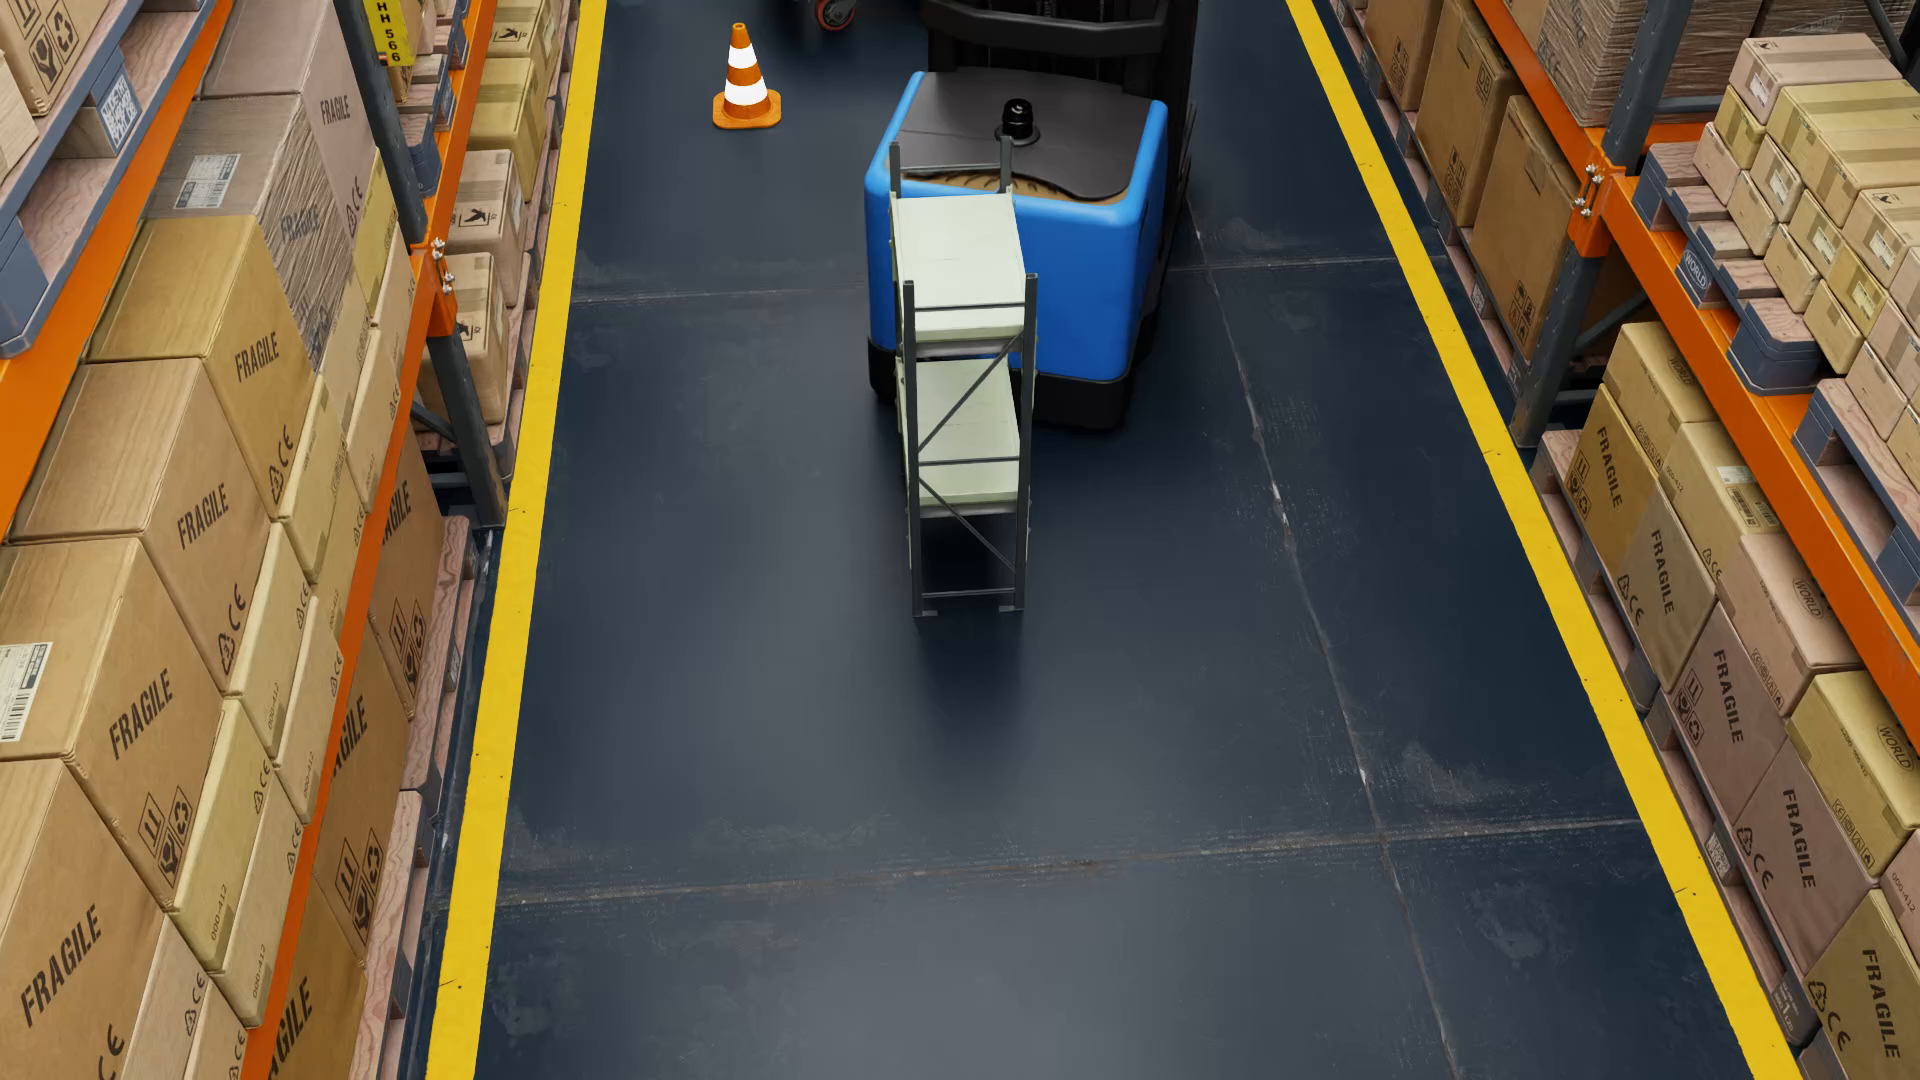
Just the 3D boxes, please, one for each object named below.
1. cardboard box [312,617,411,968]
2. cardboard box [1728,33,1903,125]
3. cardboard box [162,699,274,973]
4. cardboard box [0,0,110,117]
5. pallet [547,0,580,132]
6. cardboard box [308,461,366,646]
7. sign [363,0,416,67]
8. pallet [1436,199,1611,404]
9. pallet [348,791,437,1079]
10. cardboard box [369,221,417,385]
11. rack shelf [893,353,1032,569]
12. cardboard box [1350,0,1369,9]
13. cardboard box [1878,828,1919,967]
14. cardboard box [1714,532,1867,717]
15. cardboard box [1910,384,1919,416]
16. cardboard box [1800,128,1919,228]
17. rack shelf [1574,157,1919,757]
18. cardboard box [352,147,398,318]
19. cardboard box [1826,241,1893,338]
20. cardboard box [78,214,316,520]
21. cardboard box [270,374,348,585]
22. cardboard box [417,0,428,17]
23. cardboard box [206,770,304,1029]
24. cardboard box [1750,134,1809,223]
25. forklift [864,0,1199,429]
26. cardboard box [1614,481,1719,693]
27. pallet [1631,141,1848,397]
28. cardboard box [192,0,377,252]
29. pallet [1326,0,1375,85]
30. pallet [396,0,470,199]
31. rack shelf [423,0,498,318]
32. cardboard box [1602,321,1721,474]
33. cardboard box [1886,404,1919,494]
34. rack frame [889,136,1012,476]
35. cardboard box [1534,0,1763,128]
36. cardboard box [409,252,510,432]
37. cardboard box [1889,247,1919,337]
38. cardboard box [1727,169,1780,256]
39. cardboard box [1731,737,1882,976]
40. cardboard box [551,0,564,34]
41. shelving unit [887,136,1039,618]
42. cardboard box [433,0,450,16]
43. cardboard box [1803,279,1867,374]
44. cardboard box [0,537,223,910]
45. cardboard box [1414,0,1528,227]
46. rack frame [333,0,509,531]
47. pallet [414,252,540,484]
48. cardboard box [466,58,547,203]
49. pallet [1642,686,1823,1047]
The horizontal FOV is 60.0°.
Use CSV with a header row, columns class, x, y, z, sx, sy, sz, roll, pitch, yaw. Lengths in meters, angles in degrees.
class,x,y,z,sx,sy,sz,roll,pitch,yaw
cardboard box,-2.177,0.648,4.745,0.875,0.875,0.875,-3,47,-3
cardboard box,2.547,-1.376,4.962,0.380,0.149,0.250,-3,47,-3
cardboard box,-1.731,0.607,3.368,0.500,0.250,0.500,-3,47,-3
cardboard box,-1.786,-1.042,2.747,0.500,0.500,0.500,-3,47,-3
pallet,-2.491,-2.461,8.435,1.003,0.211,1.213,-3,47,-3
cardboard box,-1.837,0.047,4.243,0.500,0.250,0.500,-4,47,-4
sign,-1.670,-1.523,4.829,0.100,0.325,0.005,-3,47,-3
pallet,2.710,-1.079,7.127,1.003,0.211,1.213,-3,47,-3
pallet,-2.133,1.325,4.849,1.003,0.211,1.213,-3,47,-3
cardboard box,-1.922,-0.687,4.938,0.500,0.250,0.500,-5,47,-5
rack shelf,-0.001,-0.296,5.947,0.431,0.370,0.720,-3,47,-3
cardboard box,2.508,-3.284,8.555,1.050,0.750,0.750,-4,47,-3
cardboard box,2.692,0.992,4.160,0.500,0.250,0.500,-1,47,-1
cardboard box,2.589,0.234,4.879,0.500,0.250,0.500,-3,47,-3
cardboard box,2.651,-0.330,4.175,0.380,0.149,0.250,-4,47,-4
cardboard box,2.588,-1.008,4.612,0.380,0.149,0.250,-4,47,-4
rack shelf,2.869,0.231,4.460,1.077,0.370,4.000,-3,47,-3
cardboard box,-1.929,-0.874,4.771,0.500,0.250,0.500,-4,47,-3
cardboard box,2.613,-0.690,4.516,0.380,0.149,0.250,-3,47,-3
cardboard box,-1.833,-0.379,3.785,0.500,0.500,0.500,-3,47,-3
cardboard box,-1.819,-0.135,4.070,0.500,0.250,0.500,-5,47,-4
cardboard box,-2.081,-2.086,5.597,0.500,0.500,0.500,-1,47,-1
cardboard box,-1.734,0.776,3.552,0.500,0.250,0.500,-4,47,-4
cardboard box,2.566,-1.065,4.872,0.380,0.149,0.250,-1,47,-1
forklift,0.461,-2.537,6.634,1.130,2.935,3.031,9,47,9
cardboard box,2.552,0.143,5.481,0.500,0.500,0.500,-3,47,-3
pallet,2.867,-0.888,5.157,1.213,0.211,1.003,-3,47,-3
cardboard box,-1.919,-1.109,4.477,0.500,0.500,0.500,-5,47,-4
pallet,2.506,-2.845,8.799,1.003,0.211,1.213,-3,47,-3
pallet,-2.389,-1.532,5.767,1.213,0.211,1.003,-3,47,-3
rack shelf,-2.390,-2.289,6.847,1.077,0.370,4.000,-3,47,-3
cardboard box,2.518,-0.492,5.566,0.500,0.250,0.500,-5,47,-5
cardboard box,2.650,-0.226,4.282,0.380,0.149,0.250,-3,47,-3
rack frame,-0.031,-0.785,5.961,0.400,1.500,0.023,-3,47,-3
cardboard box,2.396,-1.807,5.827,0.500,0.500,0.500,-3,47,-3
cardboard box,-2.260,-0.739,6.405,0.950,0.372,0.625,-6,47,-6
cardboard box,2.634,-0.620,4.245,0.380,0.149,0.250,-2,47,-1
cardboard box,2.560,-0.991,5.006,0.380,0.149,0.250,-1,47,-1
cardboard box,2.642,0.883,4.780,0.500,0.500,0.500,-4,47,-4
cardboard box,-2.511,-2.845,8.399,0.950,0.372,0.625,-3,47,-3
shelving unit,-0.001,-0.521,5.710,0.431,1.500,0.755,-3,47,-3
cardboard box,-2.035,-2.001,5.963,0.380,0.149,0.250,-3,47,-3
cardboard box,2.607,-0.601,4.637,0.380,0.149,0.250,-2,47,-1
cardboard box,-1.748,0.362,3.084,0.500,0.500,0.500,-5,47,-4
cardboard box,2.663,-1.912,7.255,1.050,0.750,0.750,-3,47,-3
rack frame,-2.223,-1.089,5.215,1.000,3.000,0.127,-3,47,-3
pallet,-2.287,-0.696,6.763,1.003,0.211,1.213,-3,47,-3
cardboard box,-2.388,-1.822,7.430,0.950,0.372,0.625,-2,47,-2
pallet,2.864,0.942,5.213,1.003,0.211,1.213,-3,47,-3
